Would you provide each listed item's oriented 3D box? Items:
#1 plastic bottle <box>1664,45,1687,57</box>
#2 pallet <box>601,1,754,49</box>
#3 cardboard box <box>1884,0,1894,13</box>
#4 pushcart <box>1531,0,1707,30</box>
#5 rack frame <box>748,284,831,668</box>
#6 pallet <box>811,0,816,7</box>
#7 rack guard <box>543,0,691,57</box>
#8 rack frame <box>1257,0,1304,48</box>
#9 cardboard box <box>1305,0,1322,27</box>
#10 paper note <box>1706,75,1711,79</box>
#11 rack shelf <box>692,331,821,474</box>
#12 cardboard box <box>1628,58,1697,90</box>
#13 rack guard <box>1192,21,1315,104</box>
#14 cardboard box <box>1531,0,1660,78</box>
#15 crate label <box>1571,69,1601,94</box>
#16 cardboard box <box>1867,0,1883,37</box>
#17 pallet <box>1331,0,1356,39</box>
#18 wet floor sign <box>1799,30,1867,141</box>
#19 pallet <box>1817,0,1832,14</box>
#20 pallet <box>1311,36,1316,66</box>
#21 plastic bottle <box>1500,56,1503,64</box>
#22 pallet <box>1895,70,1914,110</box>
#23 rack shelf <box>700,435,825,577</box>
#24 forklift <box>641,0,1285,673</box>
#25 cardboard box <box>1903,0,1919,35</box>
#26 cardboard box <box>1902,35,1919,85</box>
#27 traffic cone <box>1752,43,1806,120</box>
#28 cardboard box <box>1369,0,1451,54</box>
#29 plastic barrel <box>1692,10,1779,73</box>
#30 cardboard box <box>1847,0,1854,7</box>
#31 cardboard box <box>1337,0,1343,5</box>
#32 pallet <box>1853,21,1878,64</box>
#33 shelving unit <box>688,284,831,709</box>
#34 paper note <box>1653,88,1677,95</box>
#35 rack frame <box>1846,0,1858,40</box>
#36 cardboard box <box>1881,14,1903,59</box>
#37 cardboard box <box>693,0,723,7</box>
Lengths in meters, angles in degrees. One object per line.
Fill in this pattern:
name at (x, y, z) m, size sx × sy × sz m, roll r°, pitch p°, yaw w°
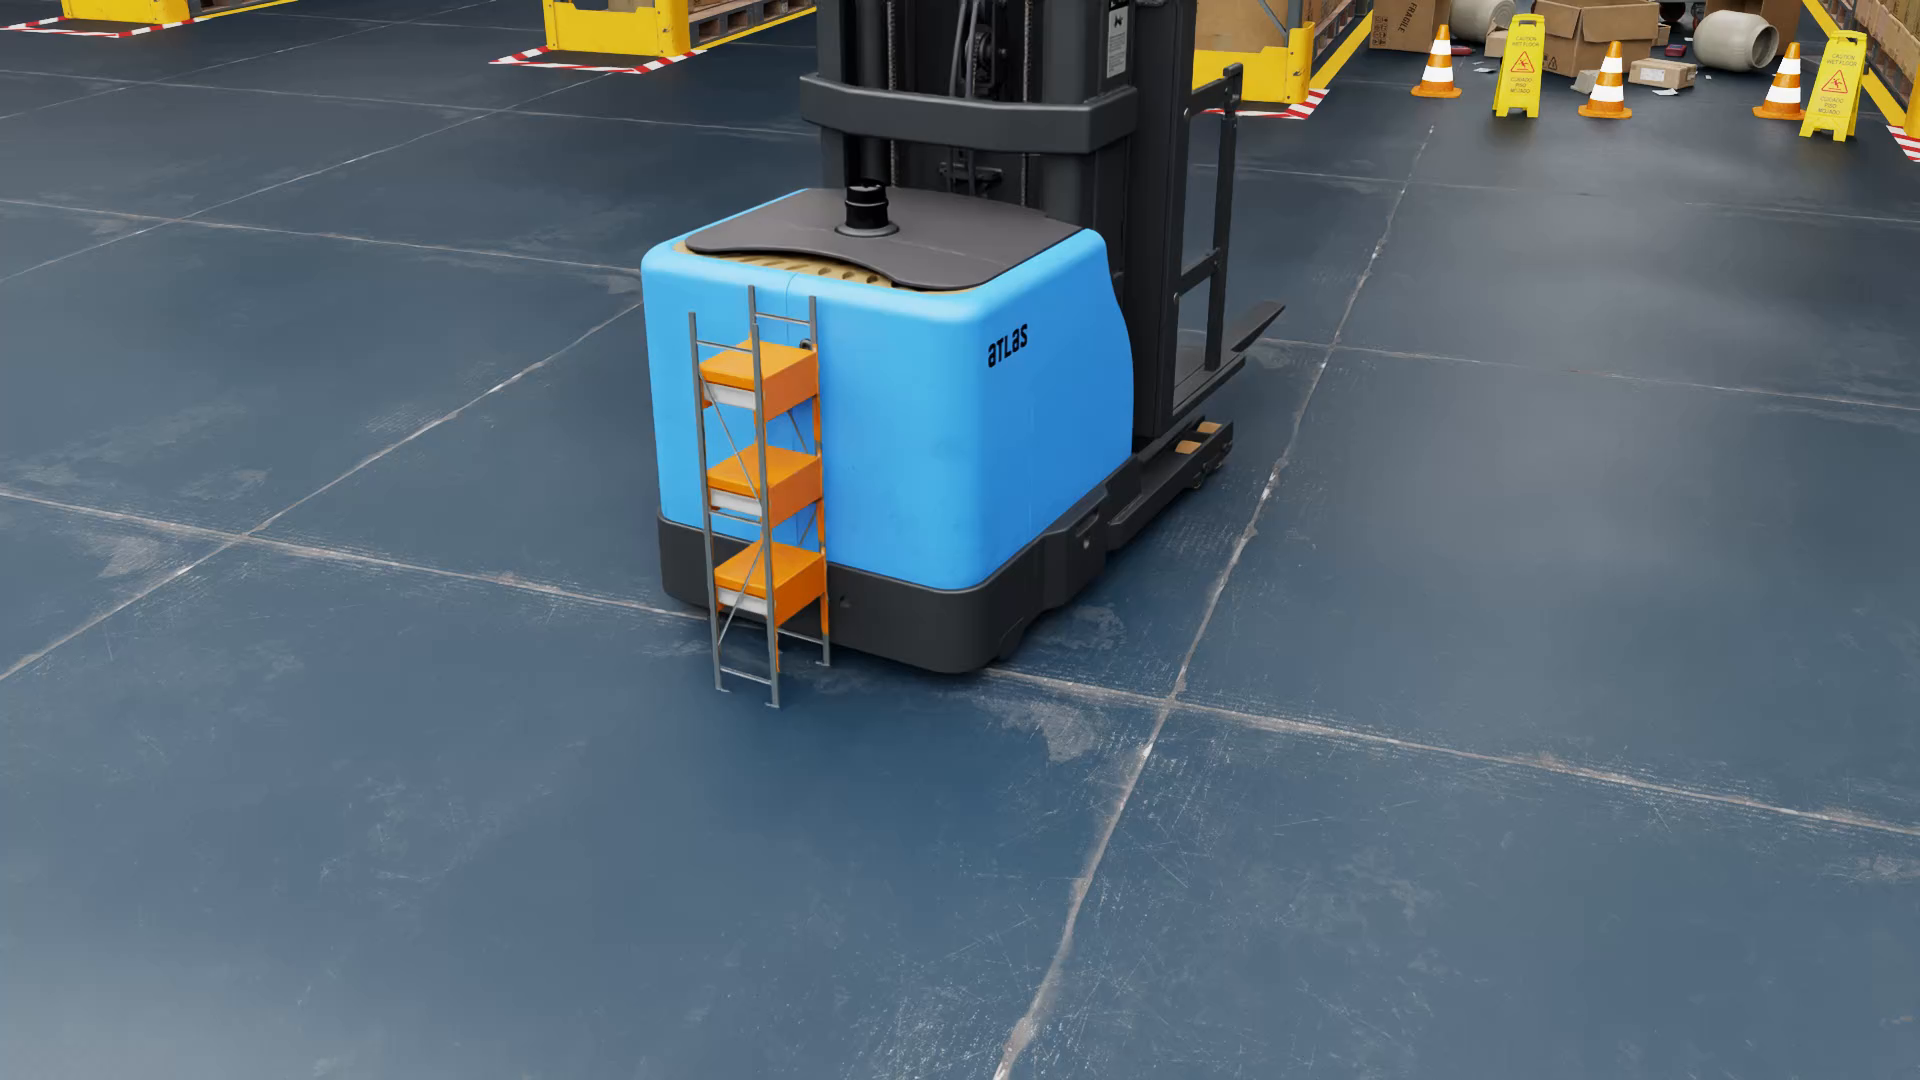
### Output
plastic bottle at (5.701, -3.899, 13.233) m, size 0.133 × 0.061 × 0.283 m, roll 14°, pitch 29°, yaw 26°
pallet at (-2.449, -4.378, 14.050) m, size 1.003 × 0.211 × 1.213 m, roll 9°, pitch 27°, yaw 17°
cardboard box at (7.107, -4.131, 12.153) m, size 0.500 × 0.500 × 0.500 m, roll 10°, pitch 28°, yaw 20°
pushcart at (5.732, -4.610, 14.338) m, size 1.648 × 0.377 × 0.936 m, roll 0°, pitch 26°, yaw -1°
rack frame at (-0.442, -0.146, 4.346) m, size 0.200 × 1.050 × 0.008 m, roll 13°, pitch 29°, yaw 26°
pallet at (-1.637, -5.381, 16.121) m, size 1.003 × 0.211 × 1.213 m, roll 9°, pitch 27°, yaw 17°
rack guard at (-2.752, -4.179, 13.308) m, size 1.175 × 0.500 × 0.348 m, roll 9°, pitch 27°, yaw 17°
rack frame at (1.866, -4.513, 11.128) m, size 1.000 × 3.000 × 0.127 m, roll 9°, pitch 27°, yaw 17°
cardboard box at (2.320, -4.395, 12.842) m, size 0.875 × 0.875 × 0.875 m, roll 8°, pitch 27°, yaw 17°
paper note at (5.549, -3.433, 12.329) m, size 0.032 × 0.001 × 0.123 m, roll 9°, pitch 27°, yaw 17°
rack shelf at (-0.501, -0.345, 4.131) m, size 0.215 × 0.259 × 0.240 m, roll 13°, pitch 29°, yaw 26°
cardboard box at (5.099, -3.384, 12.069) m, size 0.250 × 0.149 × 0.380 m, roll -20°, pitch 33°, yaw -36°
rack guard at (1.858, -3.378, 11.652) m, size 1.175 × 0.500 × 0.348 m, roll 9°, pitch 27°, yaw 17°
cardboard box at (4.765, -3.802, 12.524) m, size 0.797 × 0.503 × 0.637 m, roll -9°, pitch 27°, yaw -18°
crate label at (4.538, -3.265, 11.836) m, size 0.250 × 0.136 × 0.298 m, roll -5°, pitch 26°, yaw -9°
cardboard box at (7.281, -4.007, 12.757) m, size 0.500 × 0.250 × 0.500 m, roll 10°, pitch 28°, yaw 20°
pallet at (2.870, -4.600, 14.509) m, size 1.003 × 0.211 × 1.213 m, roll 9°, pitch 27°, yaw 17°
wet floor sign at (5.495, -2.854, 10.403) m, size 0.267 × 0.644 × 0.232 m, roll 20°, pitch 32°, yaw 35°
pallet at (8.561, -5.048, 15.434) m, size 1.003 × 0.211 × 1.213 m, roll 9°, pitch 27°, yaw 17°
pallet at (2.058, -3.597, 12.438) m, size 1.003 × 0.211 × 1.213 m, roll 9°, pitch 27°, yaw 17°
plastic bottle at (4.232, -3.674, 12.767) m, size 0.133 × 0.061 × 0.283 m, roll 0°, pitch 26°, yaw -1°
pallet at (6.897, -2.941, 11.082) m, size 1.003 × 0.211 × 1.213 m, roll 9°, pitch 27°, yaw 17°
rack shelf at (-0.501, -0.090, 4.254) m, size 0.215 × 0.259 × 0.240 m, roll 13°, pitch 29°, yaw 26°
forklift at (0.292, -1.575, 5.140) m, size 1.130 × 2.935 × 3.031 m, roll 13°, pitch 29°, yaw 26°
cardboard box at (6.759, -3.707, 11.277) m, size 0.500 × 0.500 × 0.500 m, roll 10°, pitch 28°, yaw 19°
cardboard box at (6.591, -3.169, 11.026) m, size 0.500 × 0.250 × 0.500 m, roll 9°, pitch 27°, yaw 17°
traffic cone at (5.494, -3.058, 11.035) m, size 0.336 × 0.463 × 0.334 m, roll 9°, pitch 27°, yaw 17°
cardboard box at (3.648, -4.246, 13.442) m, size 0.500 × 0.500 × 0.500 m, roll 14°, pitch 29°, yaw 26°
plastic barrel at (5.827, -3.745, 12.499) m, size 0.421 × 0.421 × 0.512 m, roll -14°, pitch 29°, yaw -27°
cardboard box at (8.071, -4.702, 14.053) m, size 0.950 × 0.372 × 0.625 m, roll 9°, pitch 27°, yaw 18°
cardboard box at (2.922, -5.141, 14.382) m, size 0.875 × 0.875 × 0.875 m, roll 9°, pitch 27°, yaw 18°
pallet at (7.709, -3.944, 13.153) m, size 1.003 × 0.211 × 1.213 m, roll 9°, pitch 27°, yaw 17°
shelving unit at (-0.501, -0.099, 4.250) m, size 0.215 × 1.050 × 0.252 m, roll 13°, pitch 29°, yaw 26°
paper note at (5.005, -3.177, 11.777) m, size 0.148 × 0.019 × 0.142 m, roll 0°, pitch 26°, yaw -1°
rack frame at (7.899, -5.480, 13.126) m, size 1.000 × 3.000 × 0.127 m, roll 9°, pitch 27°, yaw 17°
cardboard box at (6.932, -3.586, 11.889) m, size 0.500 × 0.250 × 0.500 m, roll 8°, pitch 27°, yaw 16°
cardboard box at (-2.387, -4.842, 14.195) m, size 0.500 × 0.500 × 0.500 m, roll 17°, pitch 30°, yaw 31°
